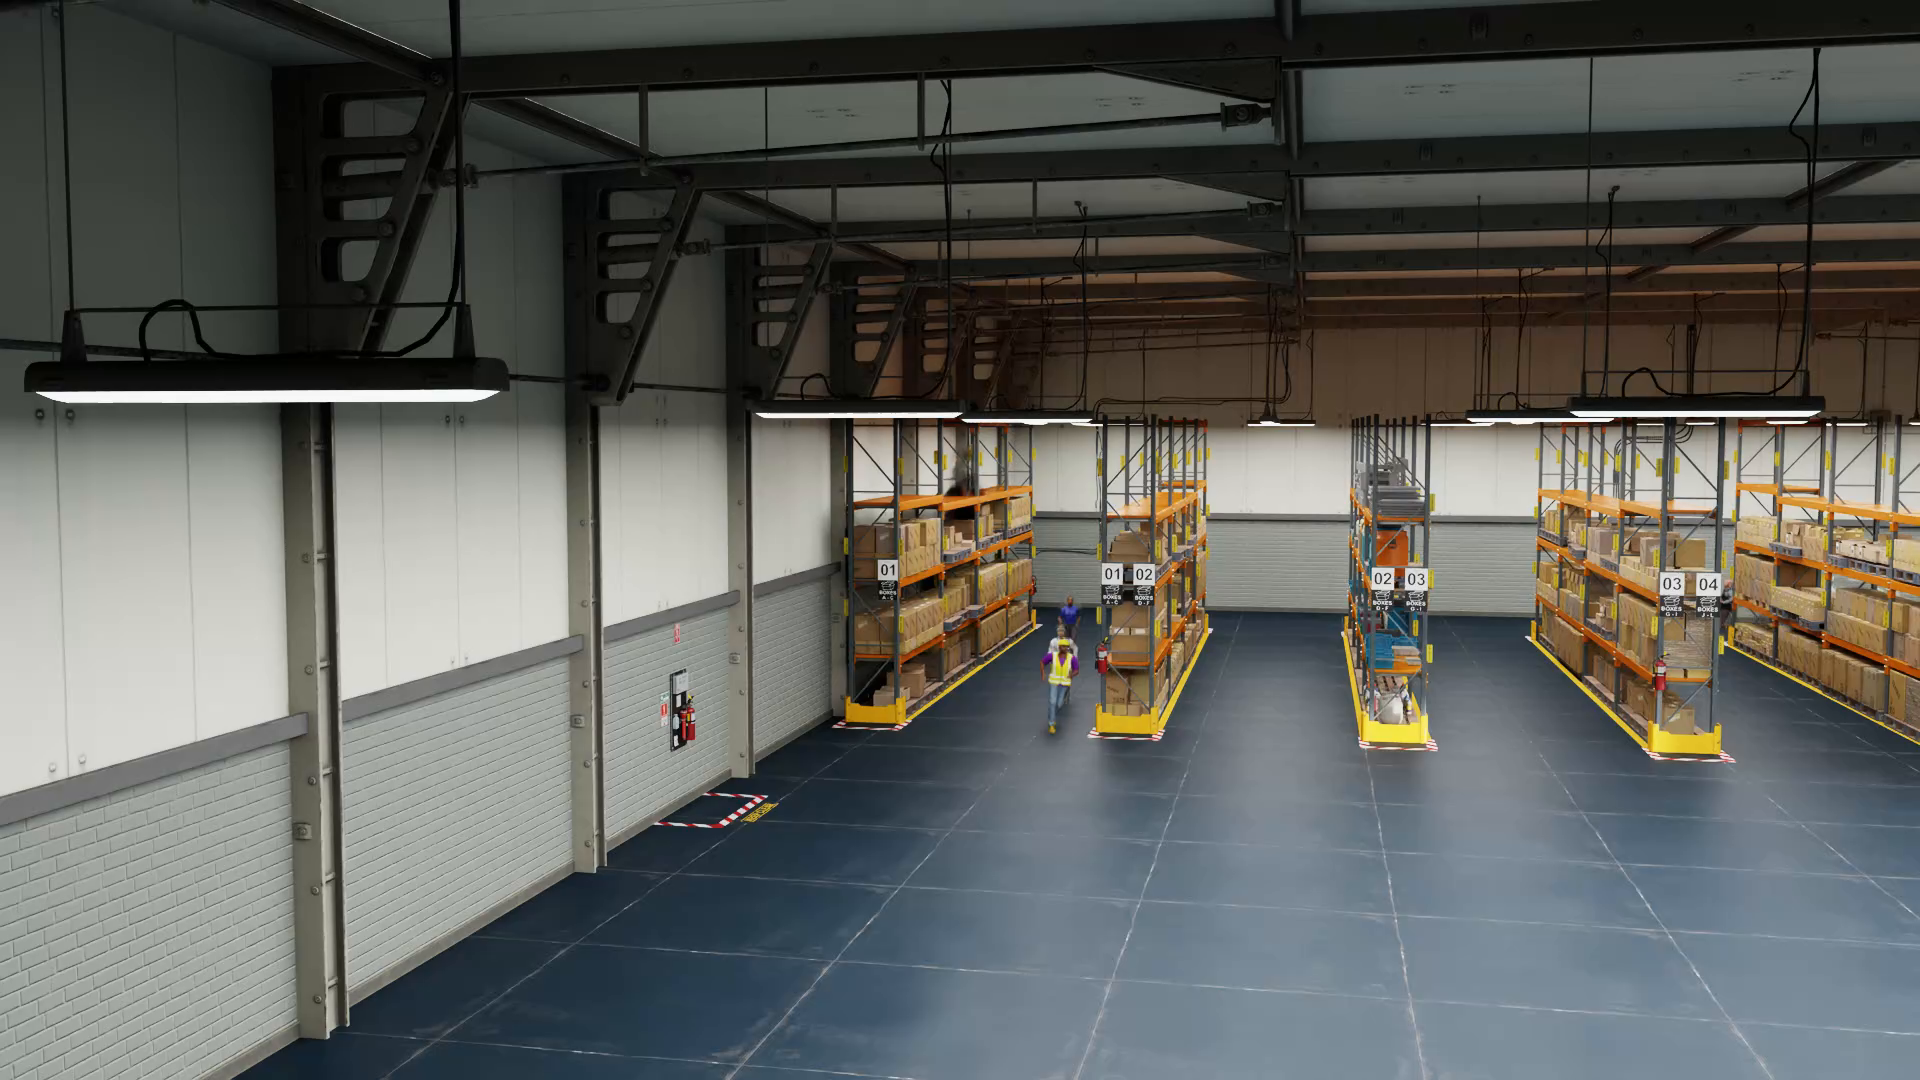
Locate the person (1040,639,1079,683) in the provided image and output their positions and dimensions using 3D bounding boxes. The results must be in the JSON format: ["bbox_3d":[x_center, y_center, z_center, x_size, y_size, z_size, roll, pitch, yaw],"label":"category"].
[{"bbox_3d":[1.905,2.297,31.539,0.737,0.844,0.538,0,4,-4],"label":"person"}]

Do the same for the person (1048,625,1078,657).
[{"bbox_3d":[2.108,2.176,34.368,0.583,0.863,0.616,1,4,13],"label":"person"}]

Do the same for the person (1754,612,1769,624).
[{"bbox_3d":[21.850,1.974,45.067,0.788,1.585,0.436,1,4,14],"label":"person"}]

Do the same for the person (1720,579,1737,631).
[{"bbox_3d":[20.636,1.903,44.959,0.704,1.688,0.716,0,4,4],"label":"person"}]
